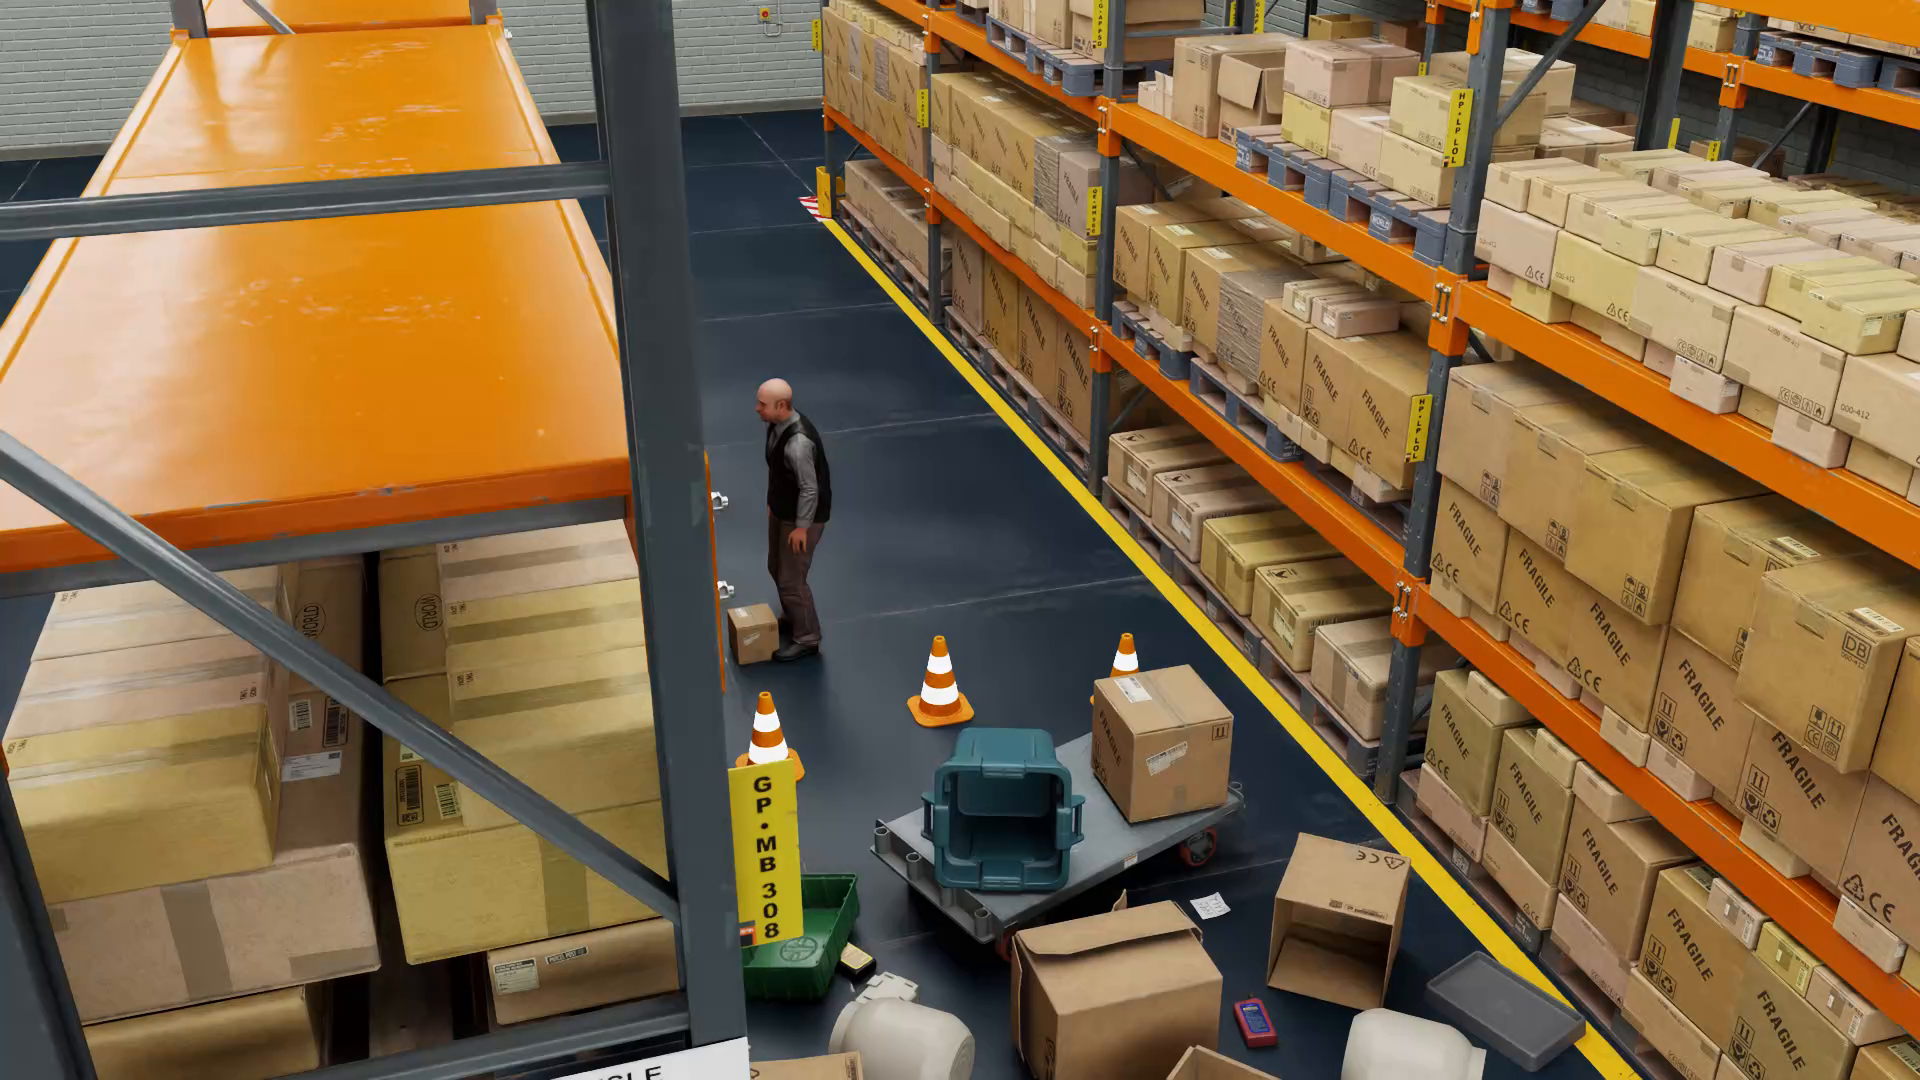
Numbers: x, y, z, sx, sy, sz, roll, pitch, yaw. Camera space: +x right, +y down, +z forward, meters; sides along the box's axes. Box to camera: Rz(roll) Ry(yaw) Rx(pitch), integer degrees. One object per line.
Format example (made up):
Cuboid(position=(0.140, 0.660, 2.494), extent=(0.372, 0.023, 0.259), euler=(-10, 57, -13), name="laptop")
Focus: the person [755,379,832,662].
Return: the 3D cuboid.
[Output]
Cuboid(position=(-0.967, -0.142, 9.681), extent=(0.426, 1.719, 0.578), euler=(-9, 28, -18), name="person")
